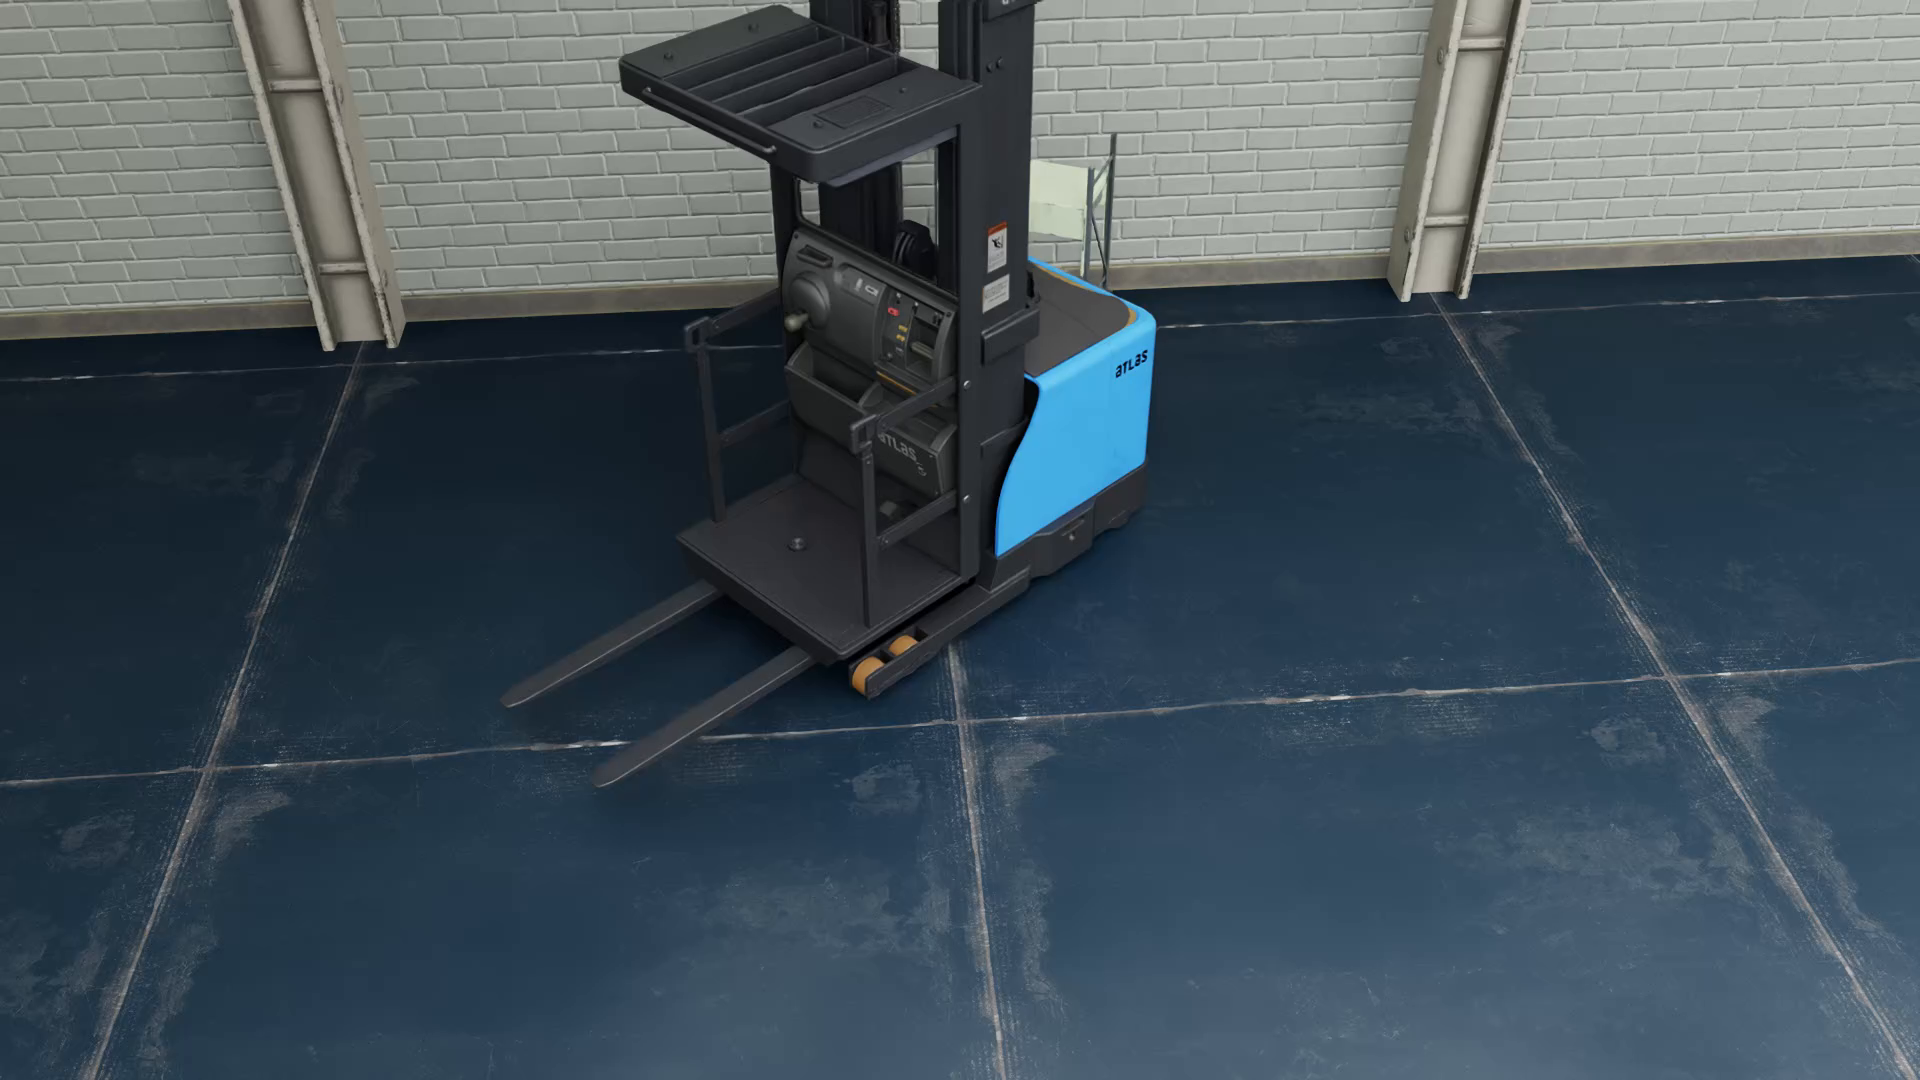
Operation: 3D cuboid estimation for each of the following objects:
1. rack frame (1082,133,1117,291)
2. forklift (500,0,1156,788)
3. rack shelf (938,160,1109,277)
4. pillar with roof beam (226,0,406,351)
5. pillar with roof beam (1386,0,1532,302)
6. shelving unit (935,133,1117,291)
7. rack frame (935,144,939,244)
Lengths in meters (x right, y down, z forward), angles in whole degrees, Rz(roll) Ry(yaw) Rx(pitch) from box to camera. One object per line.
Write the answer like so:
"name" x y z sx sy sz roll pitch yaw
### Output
"rack frame" 0.652 -1.186 8.042 0.023 1.500 0.400 13 40 16
"forklift" -0.520 -0.859 6.472 1.130 2.935 3.031 32 48 34
"rack shelf" 0.309 -1.571 7.900 0.720 0.370 0.431 13 40 16
"pillar with roof beam" -2.903 -2.012 3.035 0.400 9.000 9.100 -3 38 -4
"pillar with roof beam" 3.073 -2.341 3.452 0.400 9.000 9.100 -3 38 -4
"shelving unit" 0.309 -1.264 8.142 0.755 1.500 0.431 13 40 16
"rack frame" -0.035 -1.343 8.241 0.023 1.500 0.400 13 40 16
